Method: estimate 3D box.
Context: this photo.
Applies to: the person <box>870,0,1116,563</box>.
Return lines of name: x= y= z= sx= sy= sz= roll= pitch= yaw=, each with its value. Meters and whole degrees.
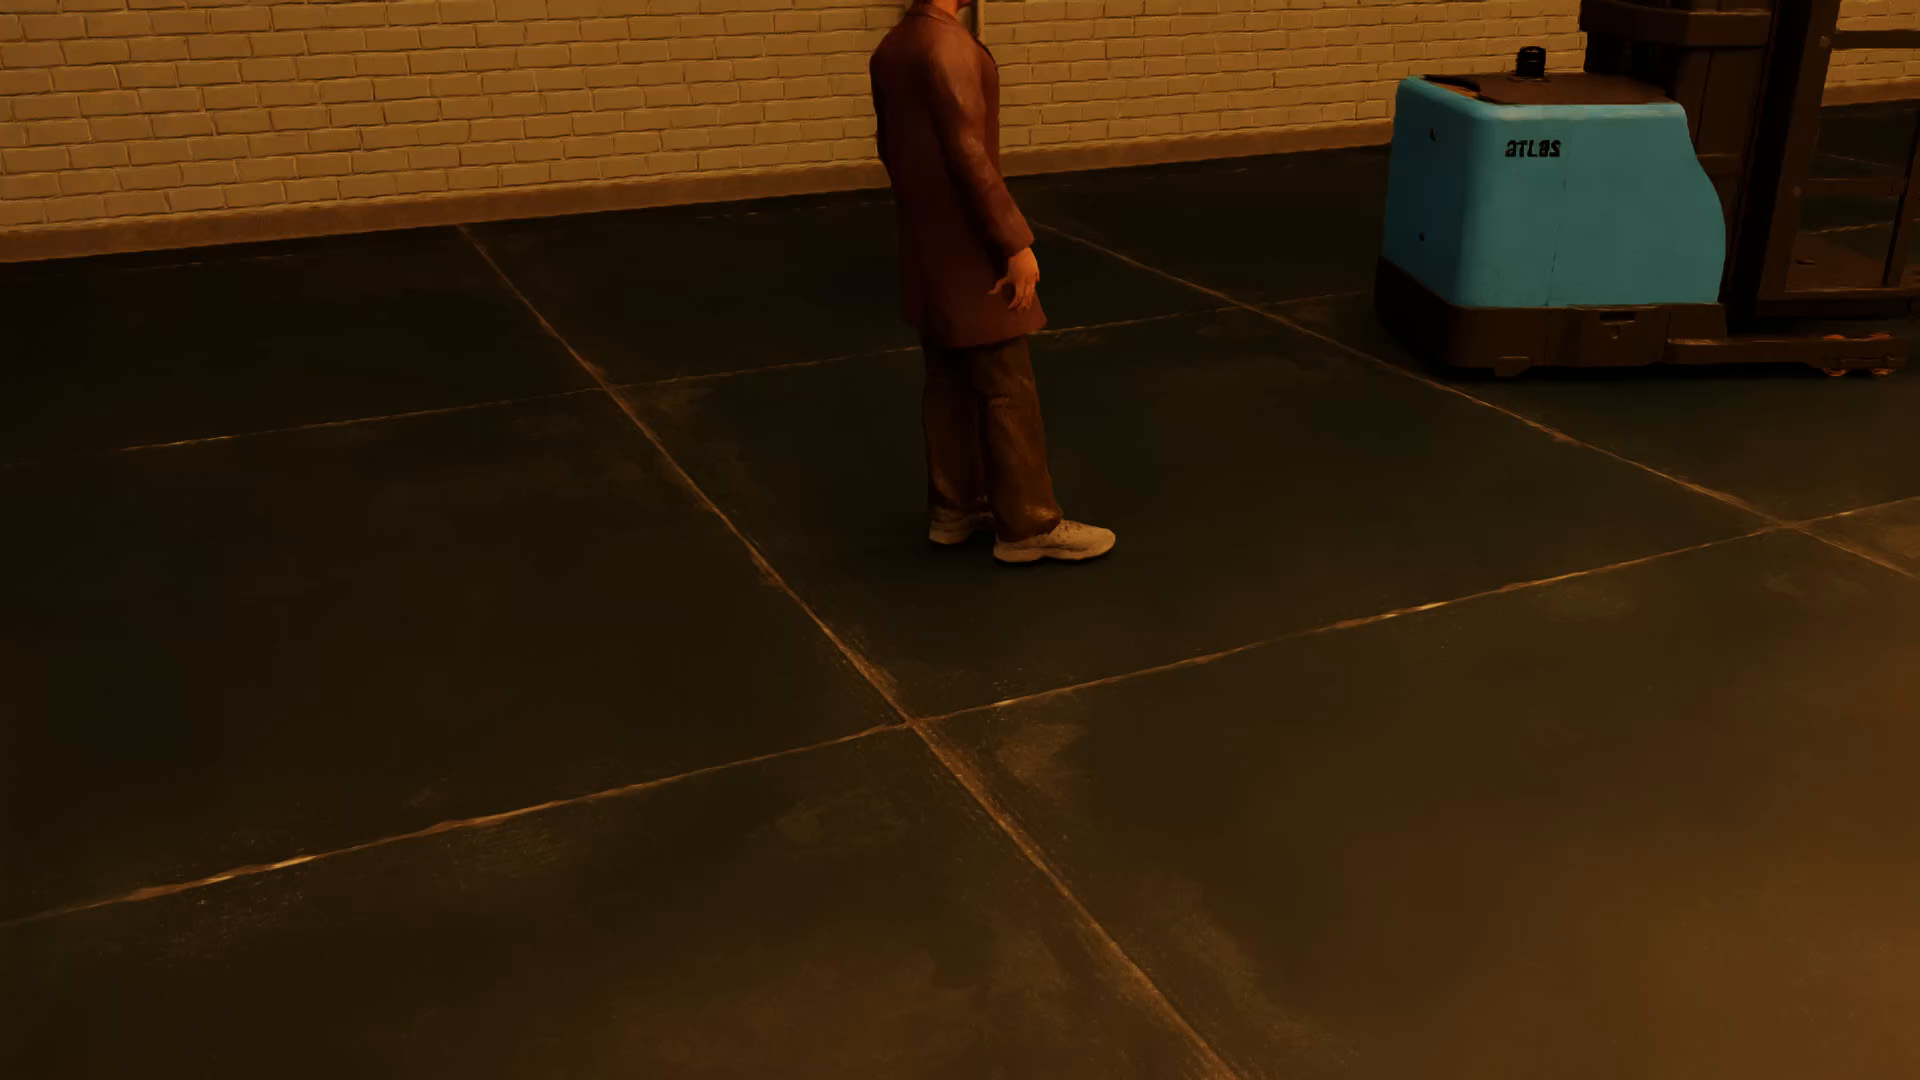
person: x=0.085 y=-0.841 z=4.795 sx=0.580 sy=1.776 sz=0.694 roll=-10 pitch=25 yaw=-23

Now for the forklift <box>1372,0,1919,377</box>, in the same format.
forklift: x=3.389 y=-2.214 z=6.616 sx=3.031 sy=2.935 sz=1.130 roll=-2 pitch=23 yaw=-5
